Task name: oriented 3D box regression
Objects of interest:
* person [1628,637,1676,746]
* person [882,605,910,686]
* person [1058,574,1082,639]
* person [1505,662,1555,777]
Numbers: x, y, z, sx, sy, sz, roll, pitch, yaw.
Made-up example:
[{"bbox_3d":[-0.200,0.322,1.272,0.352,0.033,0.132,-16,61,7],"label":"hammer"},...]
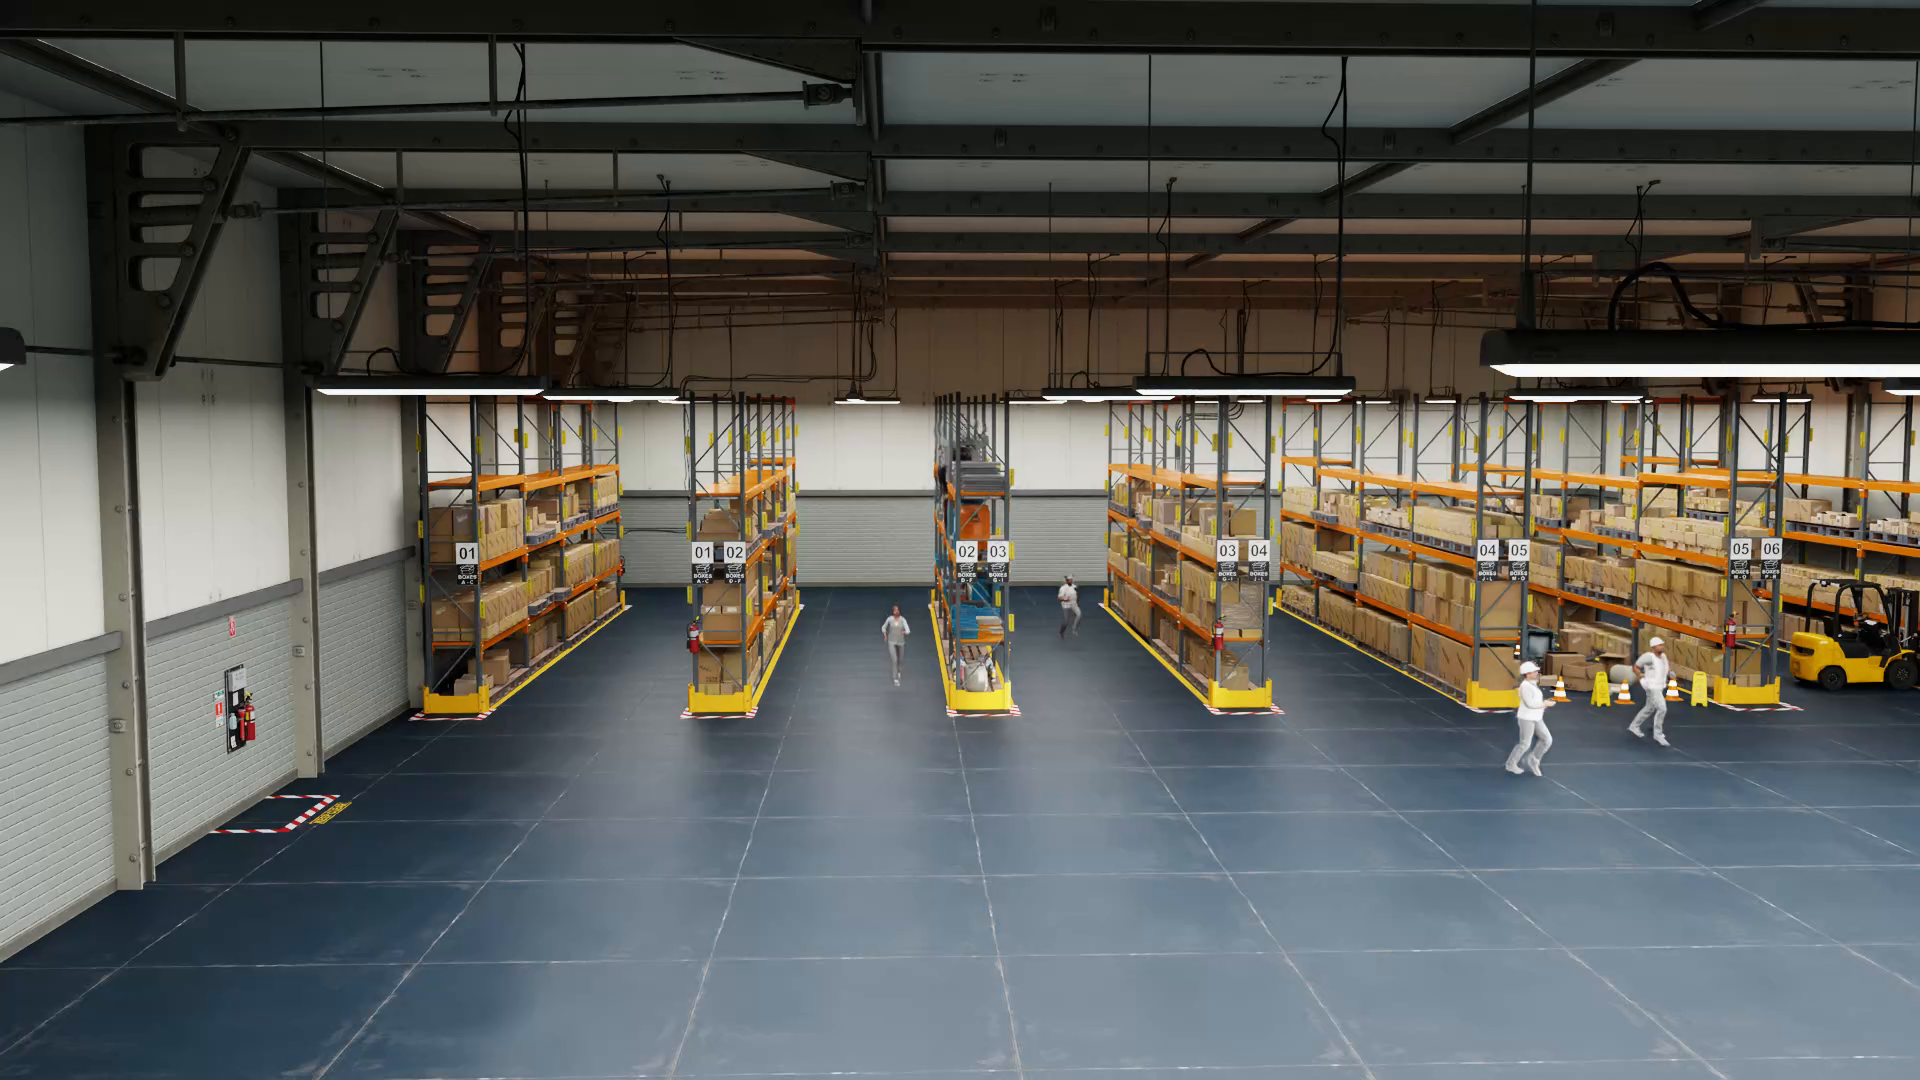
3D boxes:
[{"bbox_3d":[11.819,2.555,28.403,0.667,1.834,0.784,-4,6,-41],"label":"person"},{"bbox_3d":[-1.281,2.091,33.343,0.545,1.572,0.855,-1,5,-10],"label":"person"},{"bbox_3d":[2.633,1.613,40.119,0.579,1.627,0.924,-1,5,-15],"label":"person"},{"bbox_3d":[8.831,2.785,25.717,0.721,1.806,0.625,3,6,34],"label":"person"}]
